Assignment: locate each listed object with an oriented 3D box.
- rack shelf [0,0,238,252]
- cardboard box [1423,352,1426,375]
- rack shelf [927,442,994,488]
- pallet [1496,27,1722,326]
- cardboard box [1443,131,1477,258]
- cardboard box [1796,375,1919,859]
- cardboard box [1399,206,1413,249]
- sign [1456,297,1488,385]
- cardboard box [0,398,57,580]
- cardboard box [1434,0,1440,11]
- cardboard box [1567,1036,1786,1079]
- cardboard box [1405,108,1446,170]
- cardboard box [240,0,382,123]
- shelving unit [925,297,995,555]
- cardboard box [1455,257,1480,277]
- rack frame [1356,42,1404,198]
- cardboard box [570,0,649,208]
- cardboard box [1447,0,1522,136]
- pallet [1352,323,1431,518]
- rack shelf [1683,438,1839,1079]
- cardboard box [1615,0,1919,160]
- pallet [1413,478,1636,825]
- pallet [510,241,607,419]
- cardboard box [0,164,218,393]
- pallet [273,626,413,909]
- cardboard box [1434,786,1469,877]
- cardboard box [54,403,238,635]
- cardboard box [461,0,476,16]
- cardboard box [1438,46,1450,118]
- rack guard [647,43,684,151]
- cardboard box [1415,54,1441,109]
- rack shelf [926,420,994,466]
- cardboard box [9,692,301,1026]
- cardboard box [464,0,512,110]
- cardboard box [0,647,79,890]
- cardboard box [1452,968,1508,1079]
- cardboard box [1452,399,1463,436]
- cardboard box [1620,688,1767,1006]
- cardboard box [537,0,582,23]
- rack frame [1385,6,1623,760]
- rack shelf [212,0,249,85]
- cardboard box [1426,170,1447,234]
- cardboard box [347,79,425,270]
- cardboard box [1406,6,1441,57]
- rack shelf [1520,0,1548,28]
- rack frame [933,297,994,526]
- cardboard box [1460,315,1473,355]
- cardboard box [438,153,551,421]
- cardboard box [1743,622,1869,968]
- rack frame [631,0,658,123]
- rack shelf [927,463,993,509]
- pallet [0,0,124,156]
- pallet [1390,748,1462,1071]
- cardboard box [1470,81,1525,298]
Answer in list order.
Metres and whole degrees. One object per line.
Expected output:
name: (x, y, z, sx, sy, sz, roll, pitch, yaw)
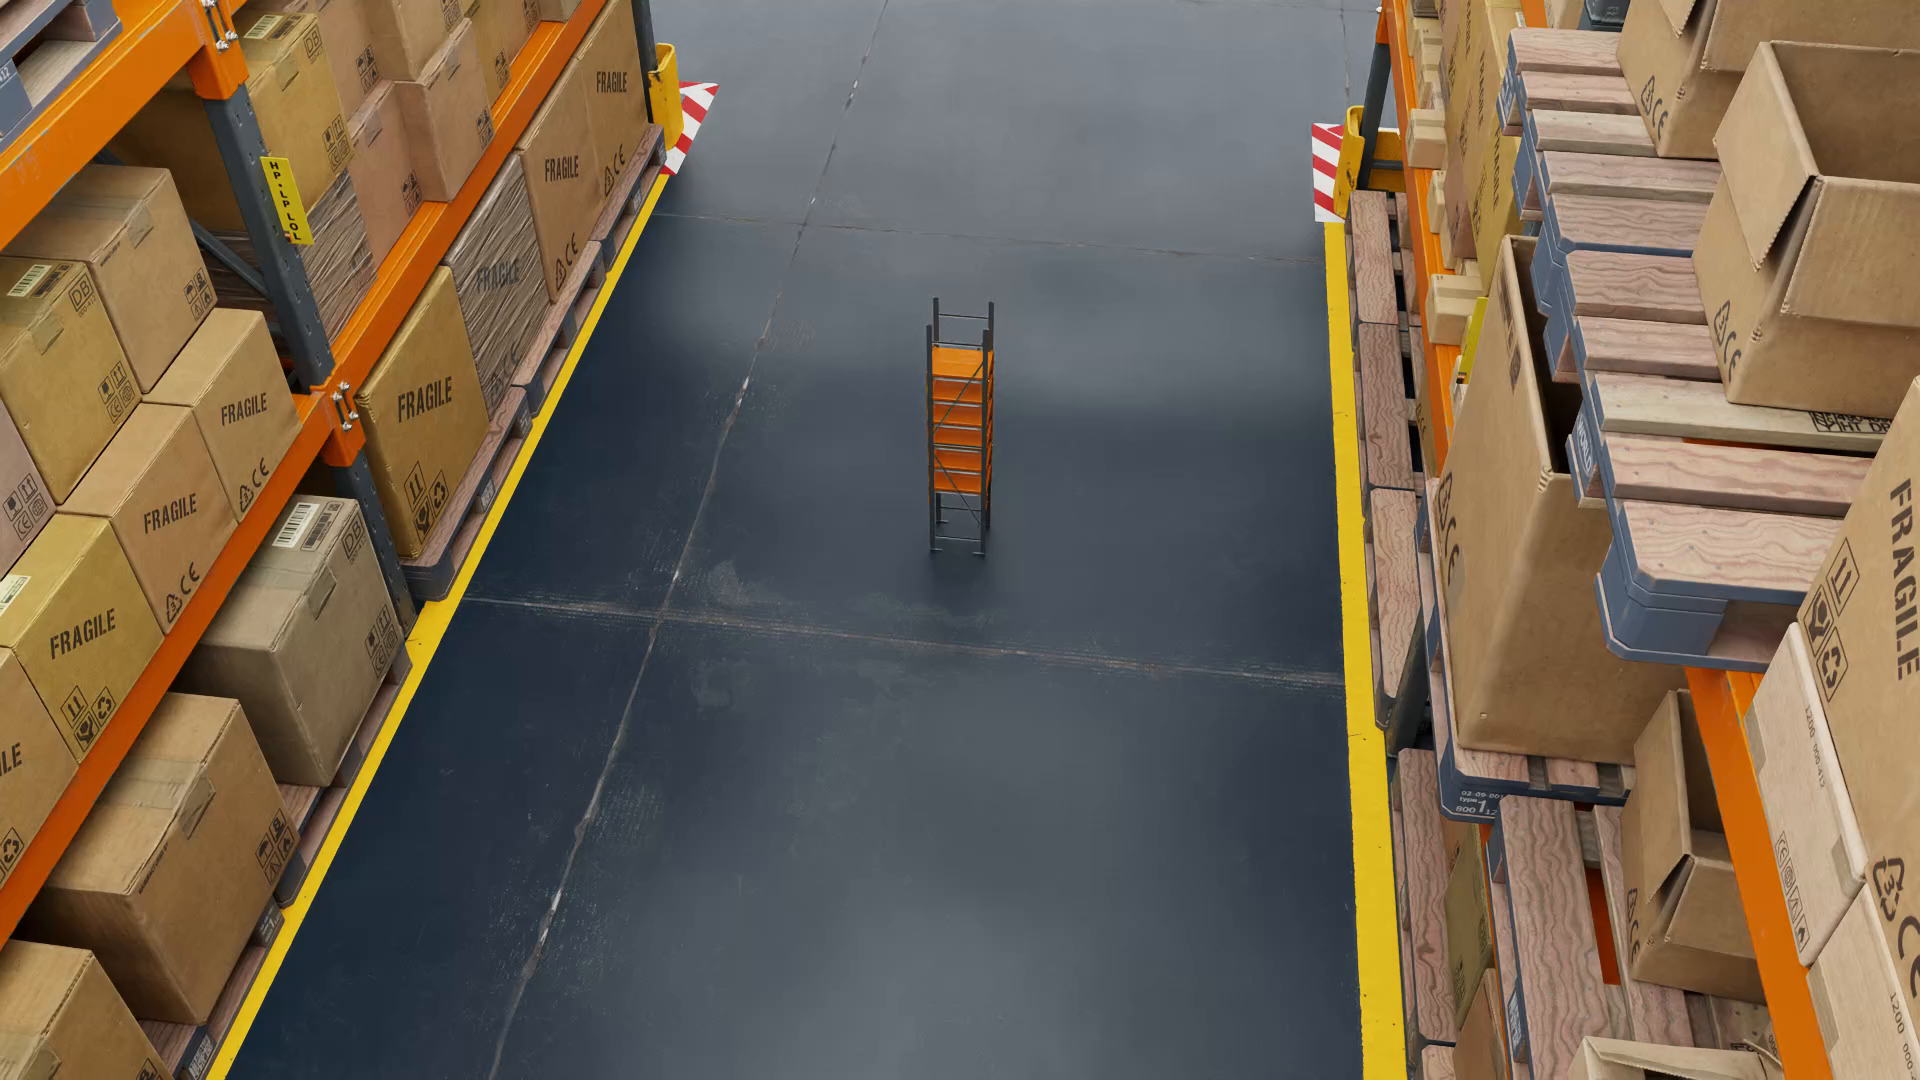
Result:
rack shelf: (-3.025, -0.232, 3.677, 1.077, 0.370, 4.000, 5, 44, 6)
cardboard box: (2.426, -0.959, 7.616, 0.500, 0.500, 0.500, 9, 44, 9)
rack shelf: (0.002, -0.326, 6.983, 0.258, 0.103, 0.180, 5, 44, 6)
pallet: (1.956, -0.857, 3.951, 1.213, 0.211, 1.003, 5, 44, 6)
cardboard box: (2.331, -1.380, 6.259, 0.875, 0.500, 0.500, 5, 44, 6)
cardboard box: (1.567, 0.137, 2.328, 0.500, 0.500, 0.500, 6, 44, 6)
cardboard box: (2.573, -1.794, 8.498, 0.500, 0.500, 0.500, 13, 45, 13)
sign: (1.604, -0.606, 5.101, 0.100, 0.325, 0.005, 5, 44, 6)
cardboard box: (-2.953, -0.133, 4.431, 0.700, 0.500, 0.500, 6, 44, 6)
cardboard box: (2.191, -2.450, 6.662, 0.500, 0.500, 0.500, 5, 44, 6)
cardboard box: (1.567, 1.214, 3.601, 0.396, 0.266, 0.258, 4, 44, 4)
cardboard box: (2.103, -1.696, 7.065, 0.380, 0.149, 0.250, 5, 44, 6)
cardboard box: (-2.720, -1.847, 6.147, 0.875, 0.550, 0.550, 5, 44, 6)
shelving unit: (0.002, -0.446, 6.870, 0.258, 1.200, 0.189, 5, 44, 6)
cardboard box: (2.101, -1.003, 6.332, 0.380, 0.149, 0.250, 5, 44, 6)
rack frame: (2.672, -2.974, 8.231, 1.000, 3.000, 0.127, 5, 44, 6)
cardboard box: (-2.255, -2.406, 8.872, 0.875, 0.875, 0.875, 5, 44, 6)
cardboard box: (2.062, -1.768, 5.942, 0.500, 0.500, 0.500, 5, 44, 6)
pallet: (2.356, -0.530, 7.678, 1.003, 0.211, 1.213, 5, 44, 6)
rack shelf: (1.879, 0.288, 3.128, 1.077, 0.370, 4.000, 5, 44, 6)
cardboard box: (1.983, -1.215, 3.812, 0.797, 0.503, 0.637, 3, 44, 3)
pallet: (1.898, 0.330, 4.882, 1.003, 0.211, 1.213, 5, 44, 6)
pallet: (-2.423, -1.100, 8.280, 1.003, 0.211, 1.213, 5, 44, 6)
cardboard box: (-2.820, -0.828, 5.165, 0.700, 0.500, 0.500, 5, 44, 5)
pallet: (-2.787, 0.778, 6.297, 1.003, 0.211, 1.213, 5, 44, 6)
cardboard box: (2.040, 0.917, 5.620, 0.700, 0.500, 0.500, 2, 43, 2)
cardboard box: (-2.631, -0.079, 5.102, 0.500, 0.500, 0.500, 5, 44, 5)
cardboard box: (-2.450, -2.565, 6.905, 0.875, 0.550, 0.500, 5, 44, 6)
cardboard box: (2.516, -2.057, 6.974, 0.875, 0.500, 0.500, 5, 44, 6)
rack guard: (-2.228, -2.602, 9.657, 1.175, 0.500, 0.348, 5, 44, 6)
cardboard box: (2.245, -2.030, 7.417, 0.380, 0.149, 0.250, 5, 44, 6)
rack shelf: (0.002, -0.413, 6.901, 0.258, 0.103, 0.180, 5, 44, 6)
cardboard box: (-2.884, 0.986, 5.380, 1.050, 0.750, 0.750, 5, 44, 6)
cardboard box: (-2.514, -2.179, 7.282, 0.875, 0.550, 0.500, 5, 44, 6)
cardboard box: (-2.762, 0.611, 4.372, 0.500, 0.500, 0.500, 5, 44, 5)
cardboard box: (1.885, 1.622, 4.876, 0.700, 0.500, 0.500, 2, 43, 2)
cardboard box: (1.880, -0.329, 5.621, 0.380, 0.149, 0.250, 5, 44, 6)
cardboard box: (2.005, 0.752, 3.915, 0.797, 0.503, 0.637, 9, 44, 10)
cardboard box: (-2.287, -2.914, 8.059, 0.875, 0.550, 0.550, 5, 44, 6)
rack frame: (2.143, -0.247, 5.352, 1.000, 3.000, 0.127, 5, 44, 6)
rack shelf: (-2.496, -2.958, 6.556, 1.077, 0.370, 4.000, 5, 44, 6)
cardboard box: (2.093, -1.350, 6.699, 0.380, 0.149, 0.250, 5, 44, 6)
cardboard box: (-2.673, -1.451, 6.514, 0.875, 0.550, 0.550, 5, 44, 6)
cardboard box: (2.298, -2.372, 7.778, 0.380, 0.149, 0.250, 5, 44, 6)
rack shelf: (2.407, -2.438, 6.007, 1.077, 0.370, 4.000, 5, 44, 6)
rack frame: (0.014, -0.508, 6.936, 0.240, 1.200, 0.006, 5, 44, 6)
cardboard box: (2.015, -0.664, 5.974, 0.380, 0.149, 0.250, 5, 44, 6)
cardboard box: (-2.492, -1.185, 7.582, 0.875, 0.875, 0.875, 6, 44, 6)
cardboard box: (1.555, 0.416, 2.578, 0.500, 0.250, 0.500, 6, 44, 7)
rack frame: (-2.231, -3.493, 8.780, 1.000, 3.000, 0.127, 5, 44, 6)
rack shelf: (0.002, -0.239, 7.066, 0.258, 0.103, 0.180, 5, 44, 6)
pallet: (-2.832, -1.158, 4.271, 0.805, 0.209, 1.217, 4, 44, 4)
pallet: (2.041, 1.296, 5.750, 1.003, 0.211, 1.213, 5, 44, 6)
cardboard box: (1.930, -1.087, 5.222, 0.500, 0.500, 0.500, 5, 44, 6)
